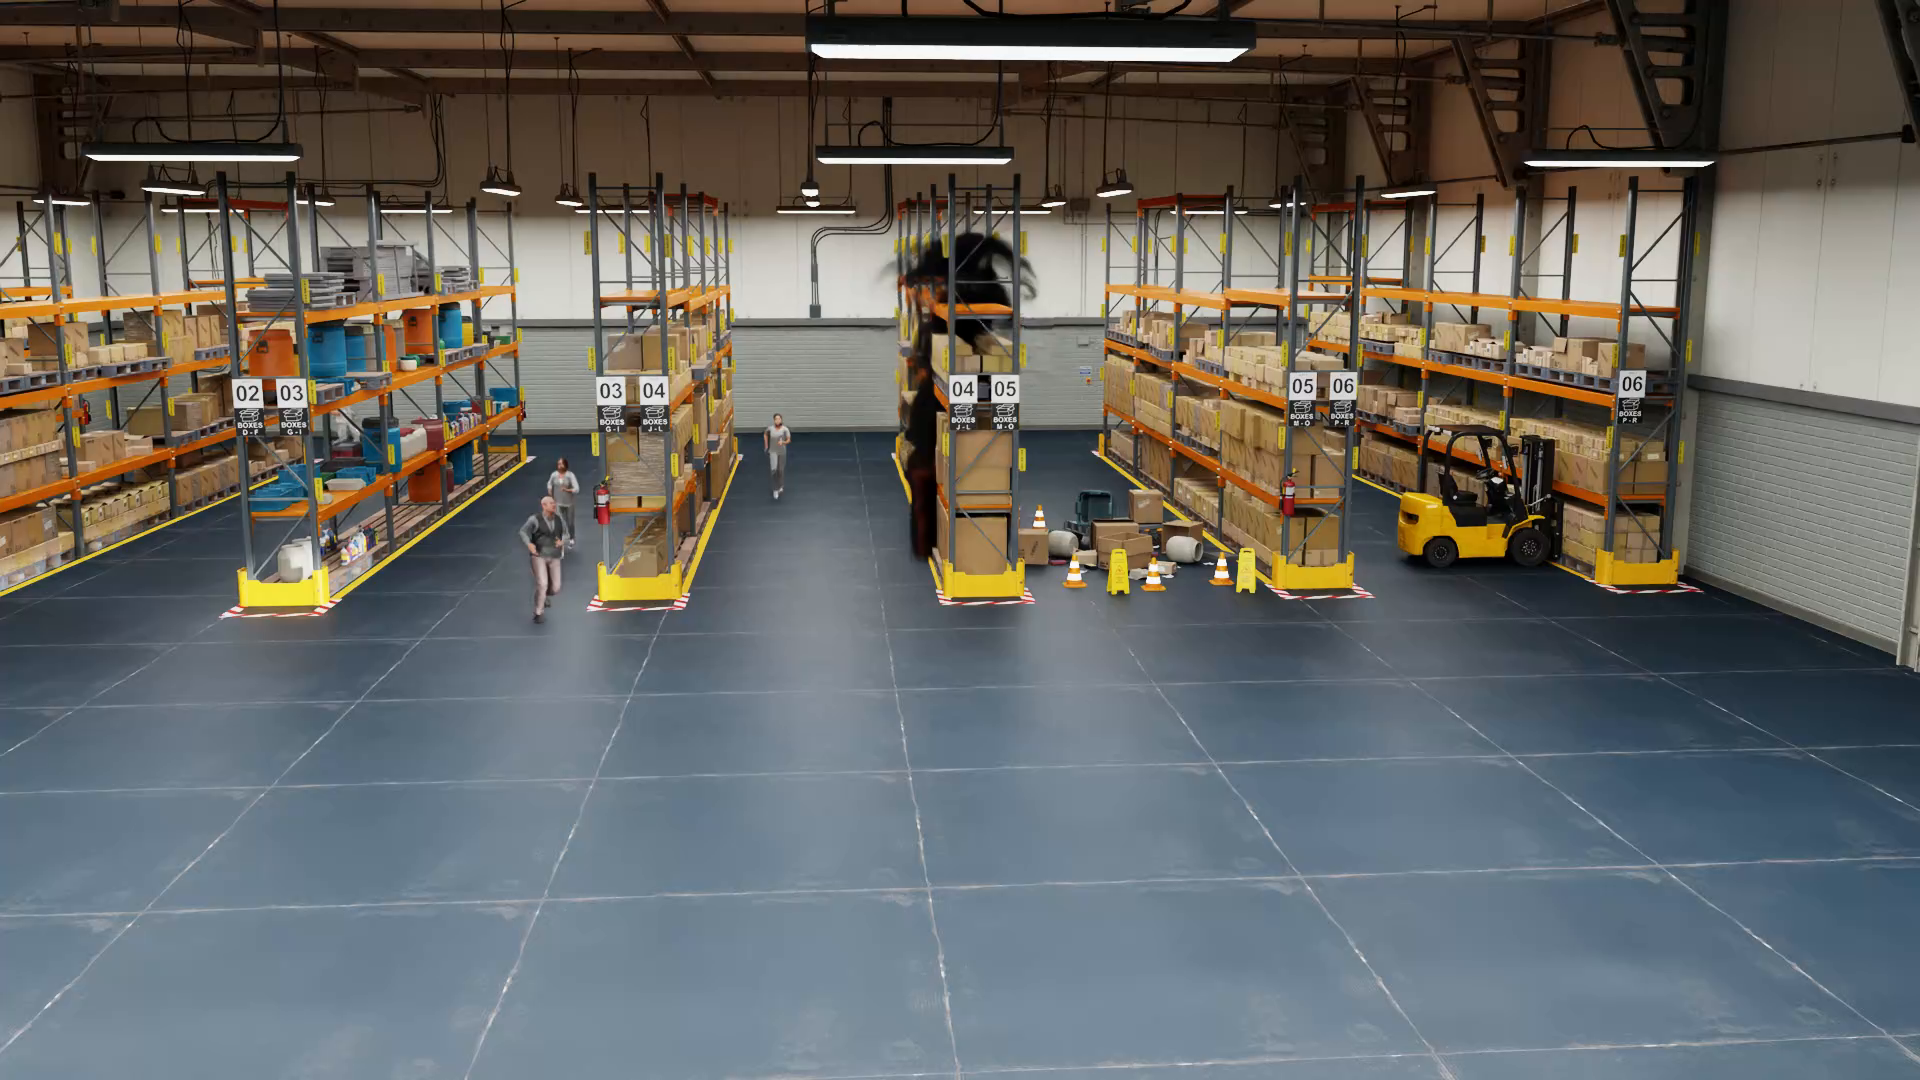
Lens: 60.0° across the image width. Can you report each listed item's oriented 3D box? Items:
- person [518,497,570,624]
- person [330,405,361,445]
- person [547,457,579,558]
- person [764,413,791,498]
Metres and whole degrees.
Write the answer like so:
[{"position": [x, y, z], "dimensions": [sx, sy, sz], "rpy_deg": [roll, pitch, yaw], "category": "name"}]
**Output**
[{"position": [-5.630, 0.242, 22.673], "dimensions": [0.688, 1.673, 0.767], "rpy_deg": [-7, 12, -36], "category": "person"}, {"position": [-14.617, -2.771, 39.412], "dimensions": [0.937, 1.762, 0.686], "rpy_deg": [6, 11, 29], "category": "person"}, {"position": [-6.466, -0.556, 27.124], "dimensions": [0.531, 1.594, 0.883], "rpy_deg": [-1, 10, -8], "category": "person"}, {"position": [-3.682, -1.700, 33.588], "dimensions": [0.528, 1.696, 0.816], "rpy_deg": [-1, 10, -8], "category": "person"}]
